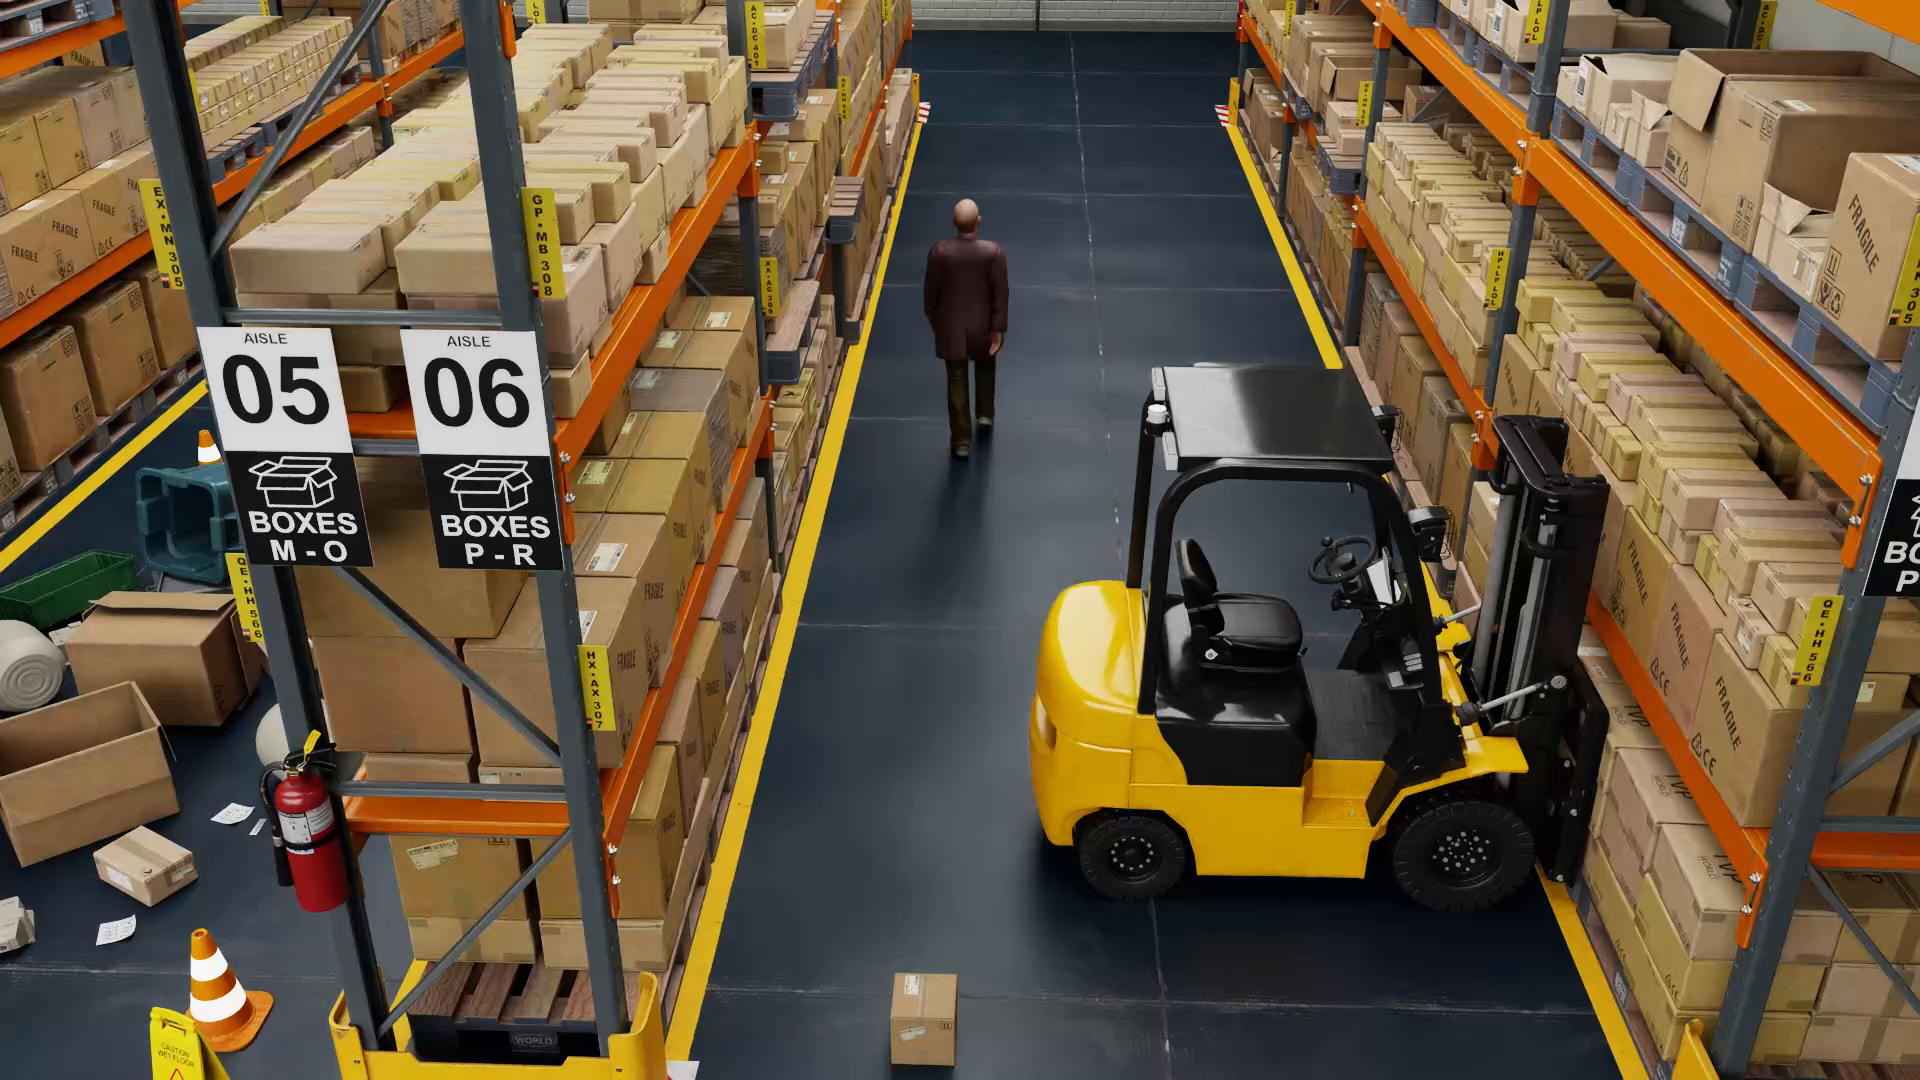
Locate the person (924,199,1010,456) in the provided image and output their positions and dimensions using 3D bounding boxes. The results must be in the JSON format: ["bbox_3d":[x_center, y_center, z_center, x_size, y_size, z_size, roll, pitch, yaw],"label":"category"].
[{"bbox_3d":[0.041,-1.496,11.519,0.582,1.821,0.792,0,28,-1],"label":"person"}]
